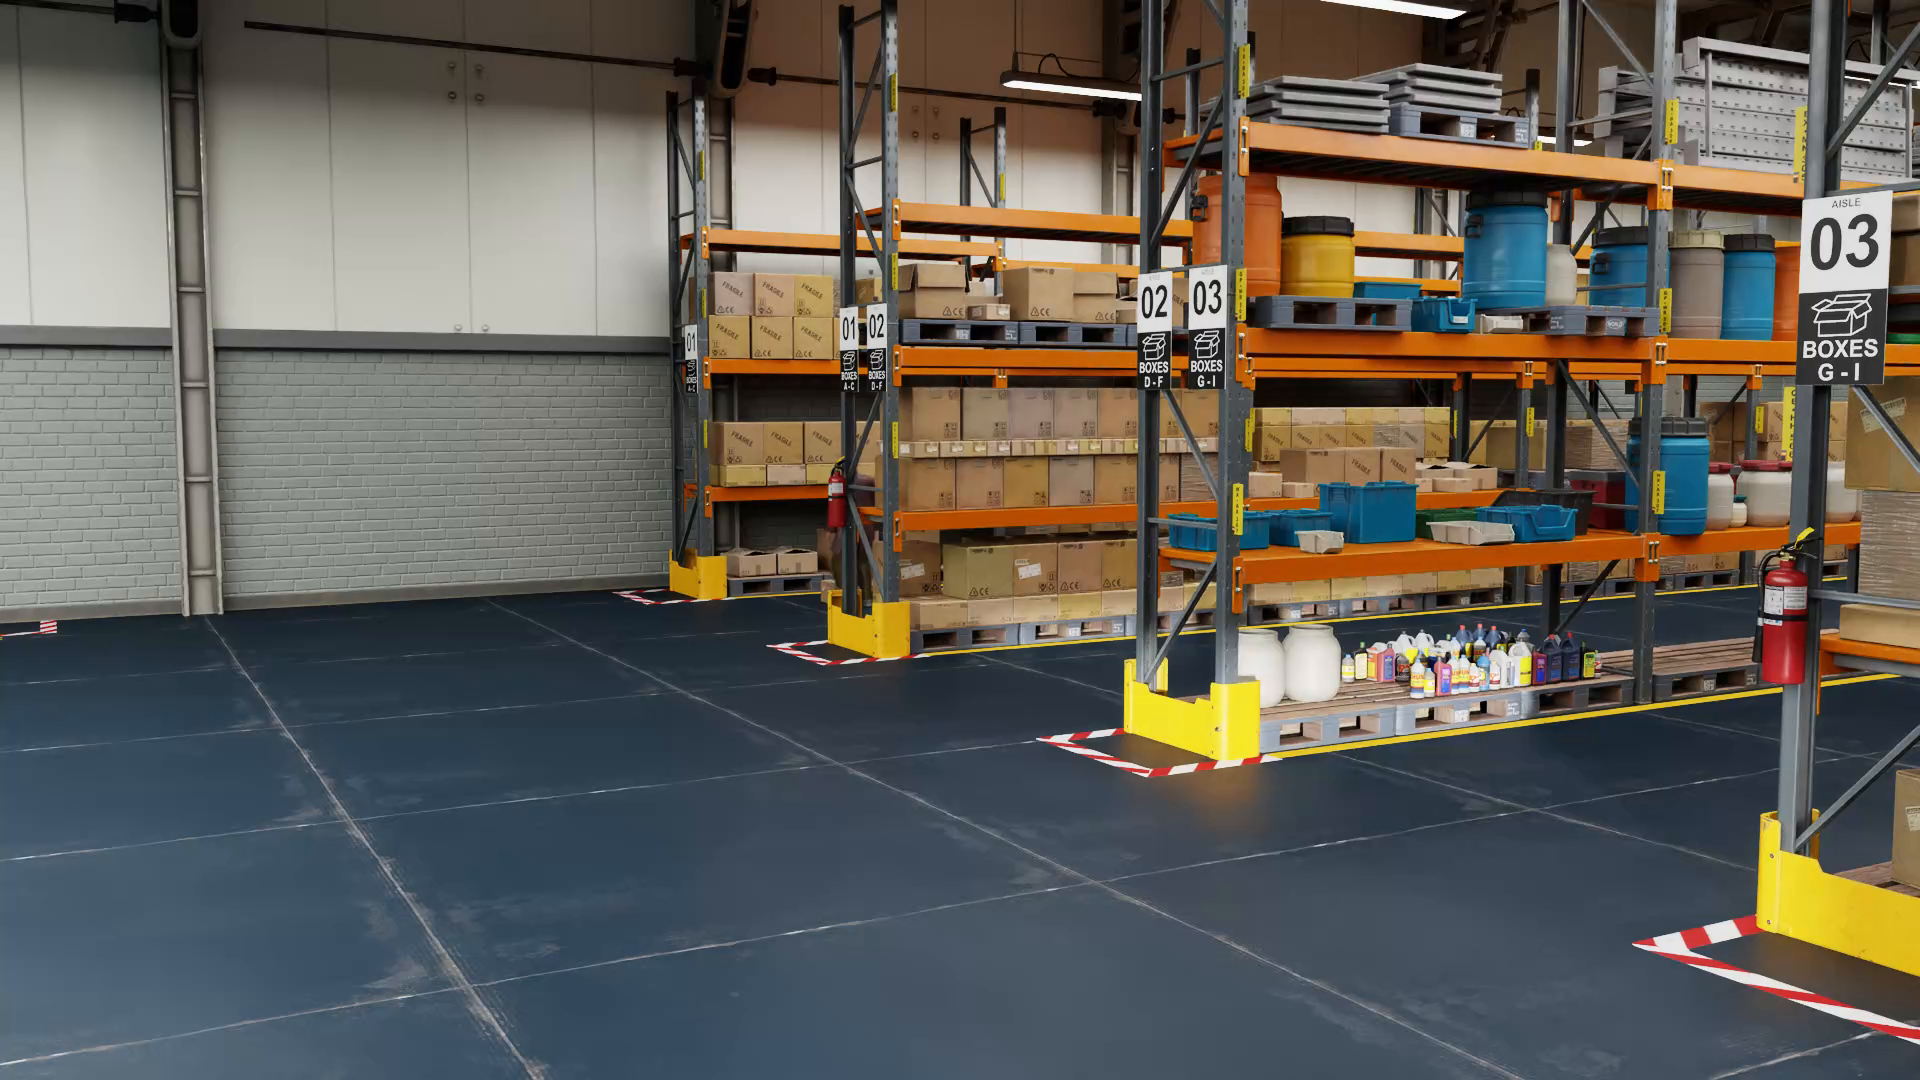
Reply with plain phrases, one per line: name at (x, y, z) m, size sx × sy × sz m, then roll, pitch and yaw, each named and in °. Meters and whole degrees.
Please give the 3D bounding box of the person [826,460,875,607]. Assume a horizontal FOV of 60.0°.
person at (-1.220, -0.086, 18.695) m, size 0.599 × 1.702 × 0.459 m, roll -3°, pitch 6°, yaw -27°
